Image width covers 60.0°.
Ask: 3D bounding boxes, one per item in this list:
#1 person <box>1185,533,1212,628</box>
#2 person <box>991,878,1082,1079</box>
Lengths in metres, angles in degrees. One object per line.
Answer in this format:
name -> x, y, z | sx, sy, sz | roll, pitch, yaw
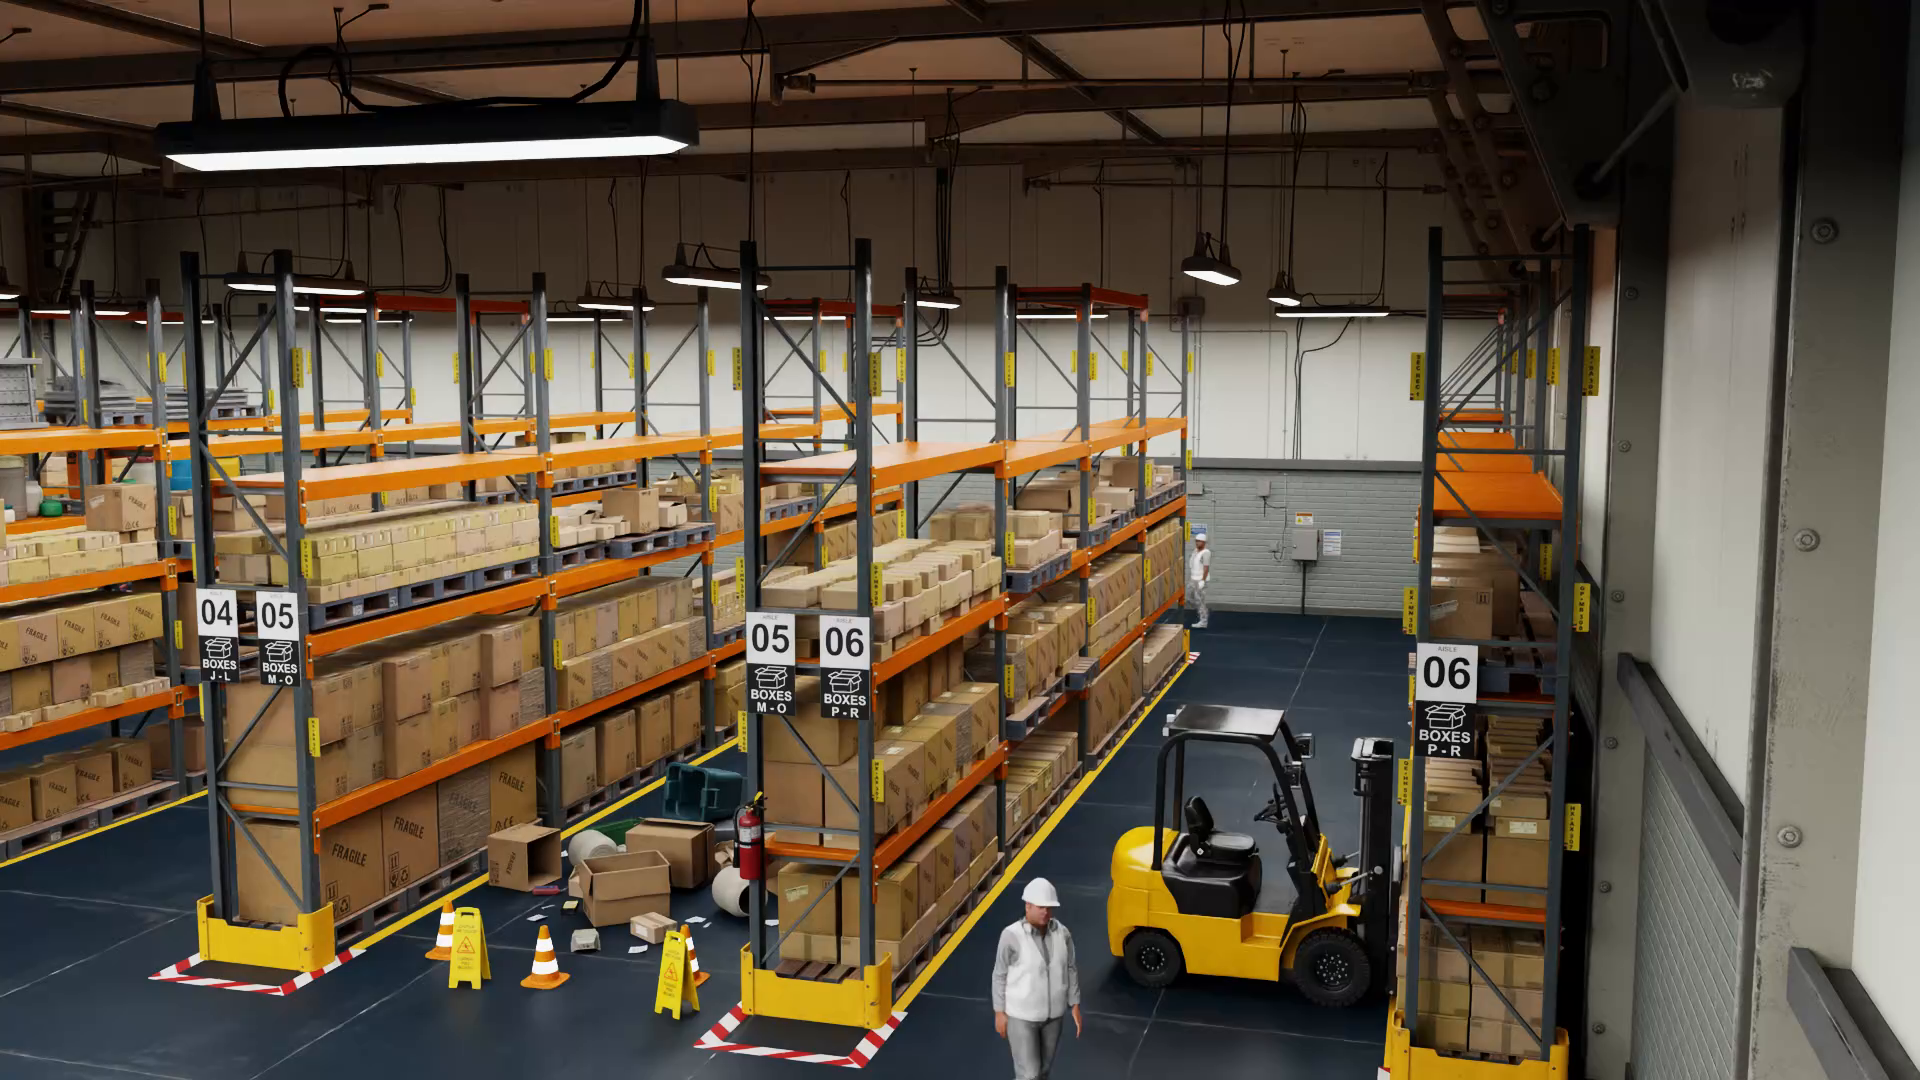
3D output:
person -> 4.469, 0.768, 31.267 | 0.448, 1.794, 0.612 | -1, 6, -6
person -> 0.510, 3.105, 10.816 | 0.561, 1.831, 0.629 | -4, 7, -30
